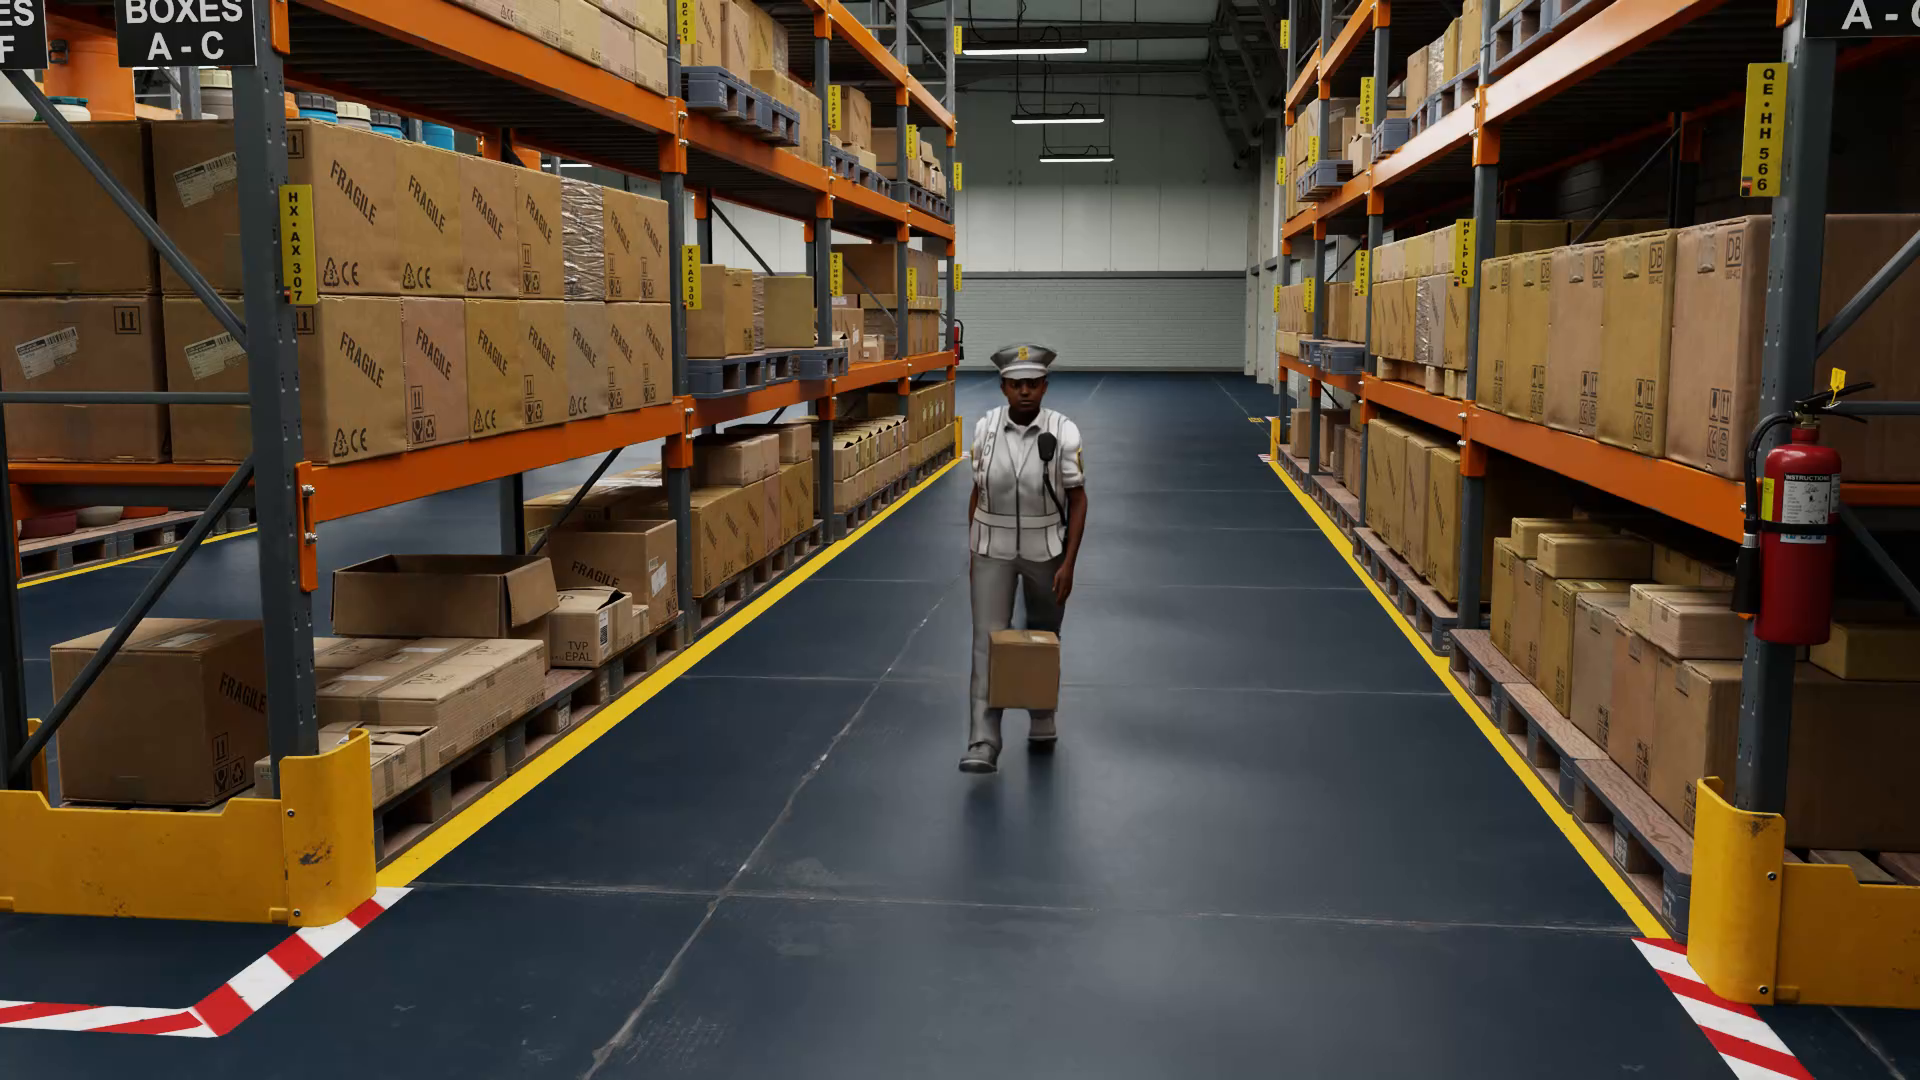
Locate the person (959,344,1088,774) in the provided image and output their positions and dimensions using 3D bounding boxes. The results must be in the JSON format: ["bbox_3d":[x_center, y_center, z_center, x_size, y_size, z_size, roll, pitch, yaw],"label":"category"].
[{"bbox_3d":[0.253,0.060,6.341,0.462,1.611,1.023,1,8,6],"label":"person"}]
